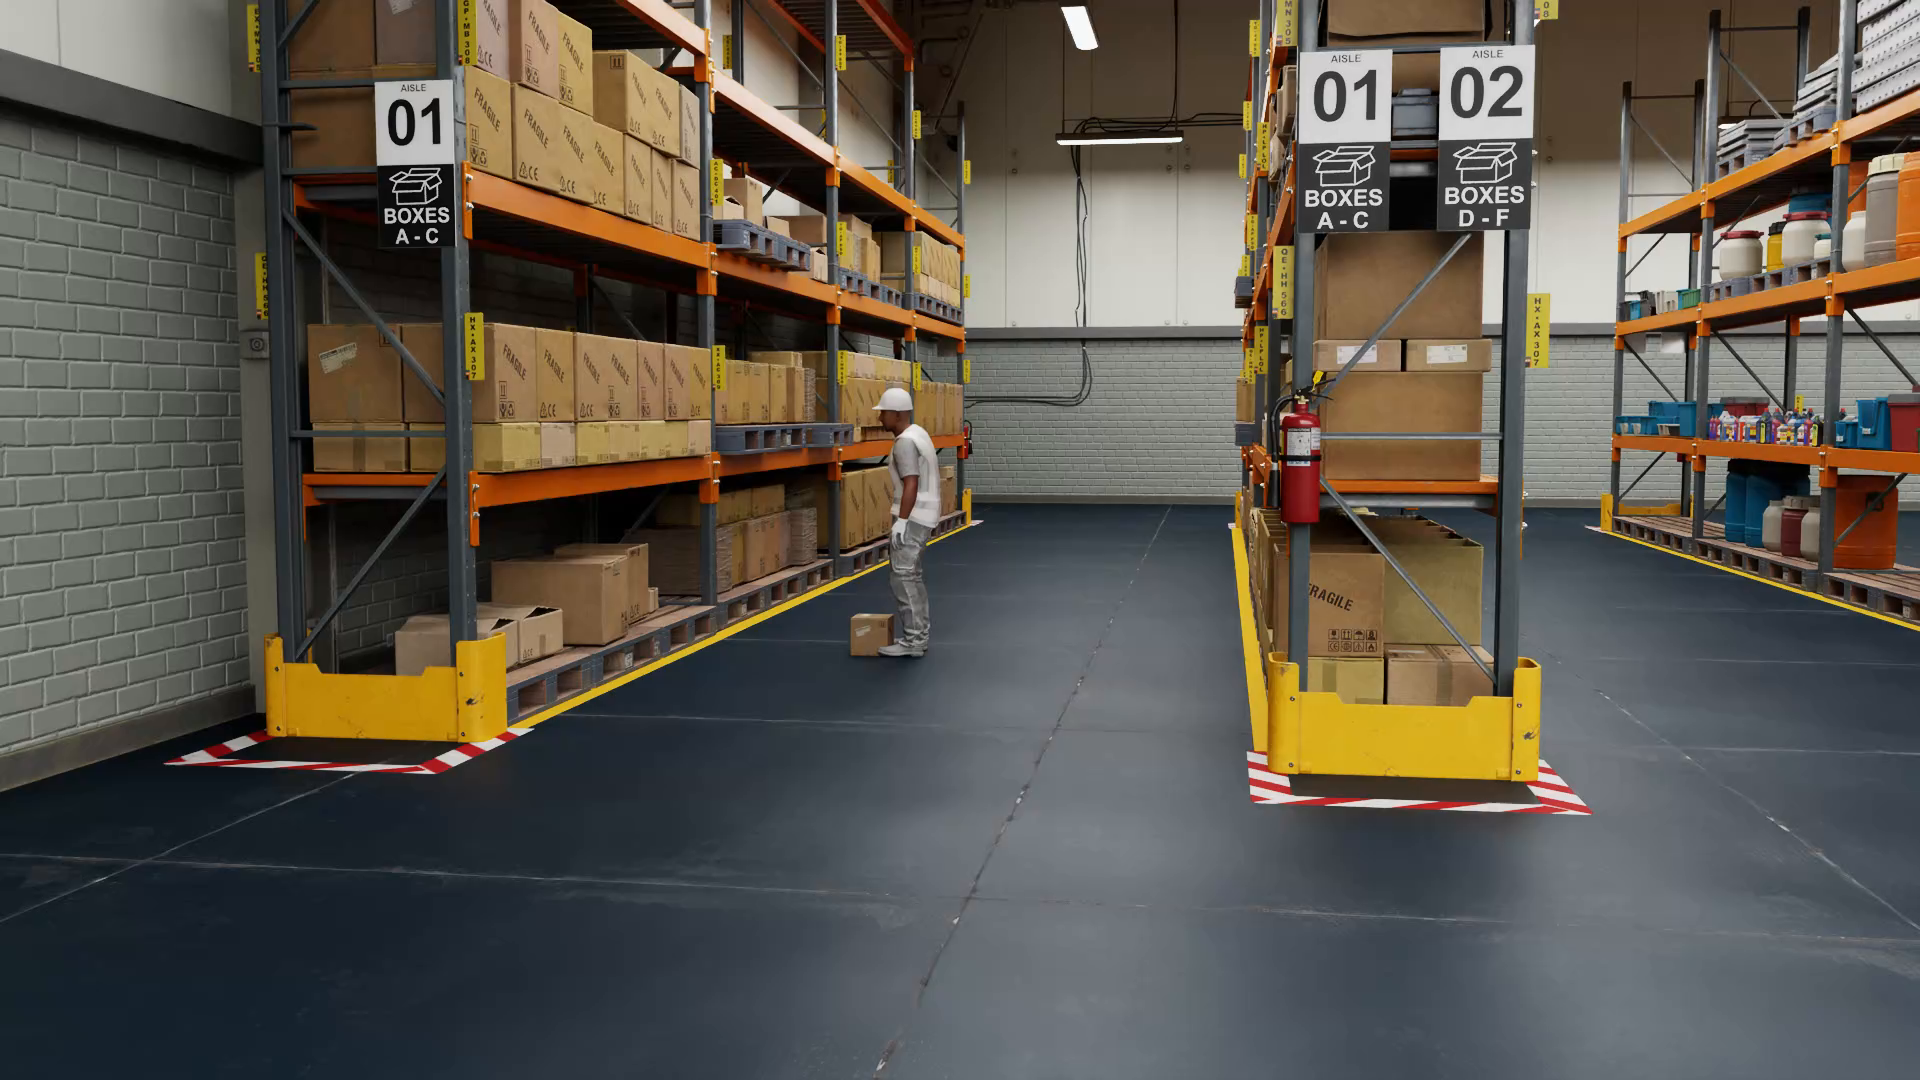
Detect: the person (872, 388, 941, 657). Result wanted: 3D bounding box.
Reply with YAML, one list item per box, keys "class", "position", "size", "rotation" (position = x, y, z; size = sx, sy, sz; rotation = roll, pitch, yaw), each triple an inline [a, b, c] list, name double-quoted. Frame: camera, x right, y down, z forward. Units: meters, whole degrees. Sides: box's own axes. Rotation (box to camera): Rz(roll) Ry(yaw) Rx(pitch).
- class: "person"
  position: [-0.358, -0.120, 11.073]
  size: [0.451, 1.773, 0.625]
  rotation: [0, 4, 5]
